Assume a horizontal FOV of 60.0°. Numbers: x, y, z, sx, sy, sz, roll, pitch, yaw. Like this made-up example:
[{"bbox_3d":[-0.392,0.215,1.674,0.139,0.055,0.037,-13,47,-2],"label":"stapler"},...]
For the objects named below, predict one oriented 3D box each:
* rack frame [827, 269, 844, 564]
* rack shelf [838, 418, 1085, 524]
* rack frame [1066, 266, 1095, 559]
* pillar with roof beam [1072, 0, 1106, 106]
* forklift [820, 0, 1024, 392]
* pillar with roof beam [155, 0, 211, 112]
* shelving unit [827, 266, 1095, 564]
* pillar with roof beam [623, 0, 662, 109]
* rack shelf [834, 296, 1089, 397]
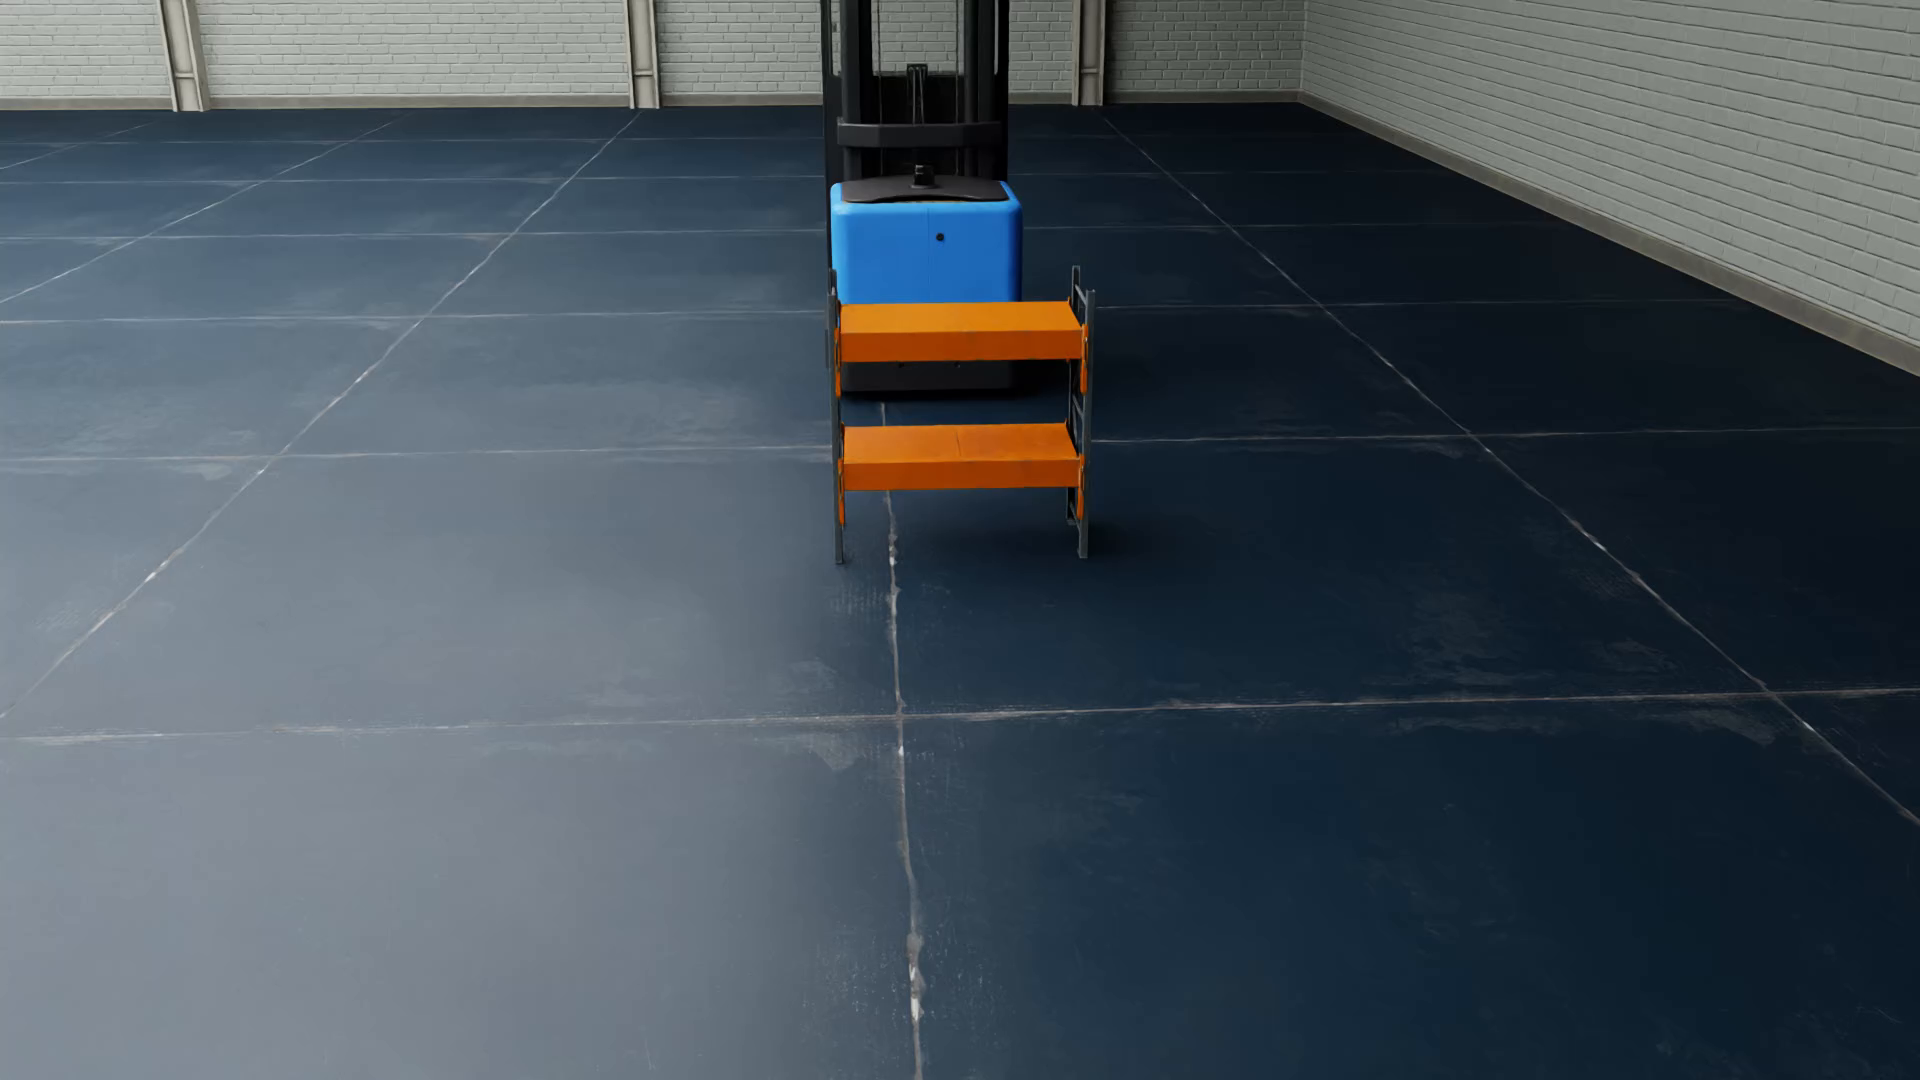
[{"bbox_3d":[-0.514,-0.515,6.893,0.032,1.125,0.500,-1,21,-3],"label":"rack frame"},{"bbox_3d":[-0.007,-0.297,7.007,1.000,0.278,0.538,-1,21,-3],"label":"rack shelf"},{"bbox_3d":[0.501,-0.536,6.948,0.032,1.125,0.500,-1,21,-3],"label":"rack frame"},{"bbox_3d":[1.992,-8.655,17.207,0.400,9.000,9.100,-1,21,-3],"label":"pillar with roof beam"},{"bbox_3d":[-0.281,-2.658,9.982,1.130,2.935,3.031,-2,21,-4],"label":"forklift"},{"bbox_3d":[-9.989,-8.411,16.566,0.400,9.000,9.100,-1,21,-3],"label":"pillar with roof beam"},{"bbox_3d":[-0.007,-0.526,6.920,1.048,1.125,0.538,-1,21,-3],"label":"shelving unit"},{"bbox_3d":[-3.999,-8.533,16.886,0.400,9.000,9.100,-1,21,-3],"label":"pillar with roof beam"},{"bbox_3d":[-0.007,-0.799,6.816,1.000,0.278,0.538,-1,21,-3],"label":"rack shelf"}]
